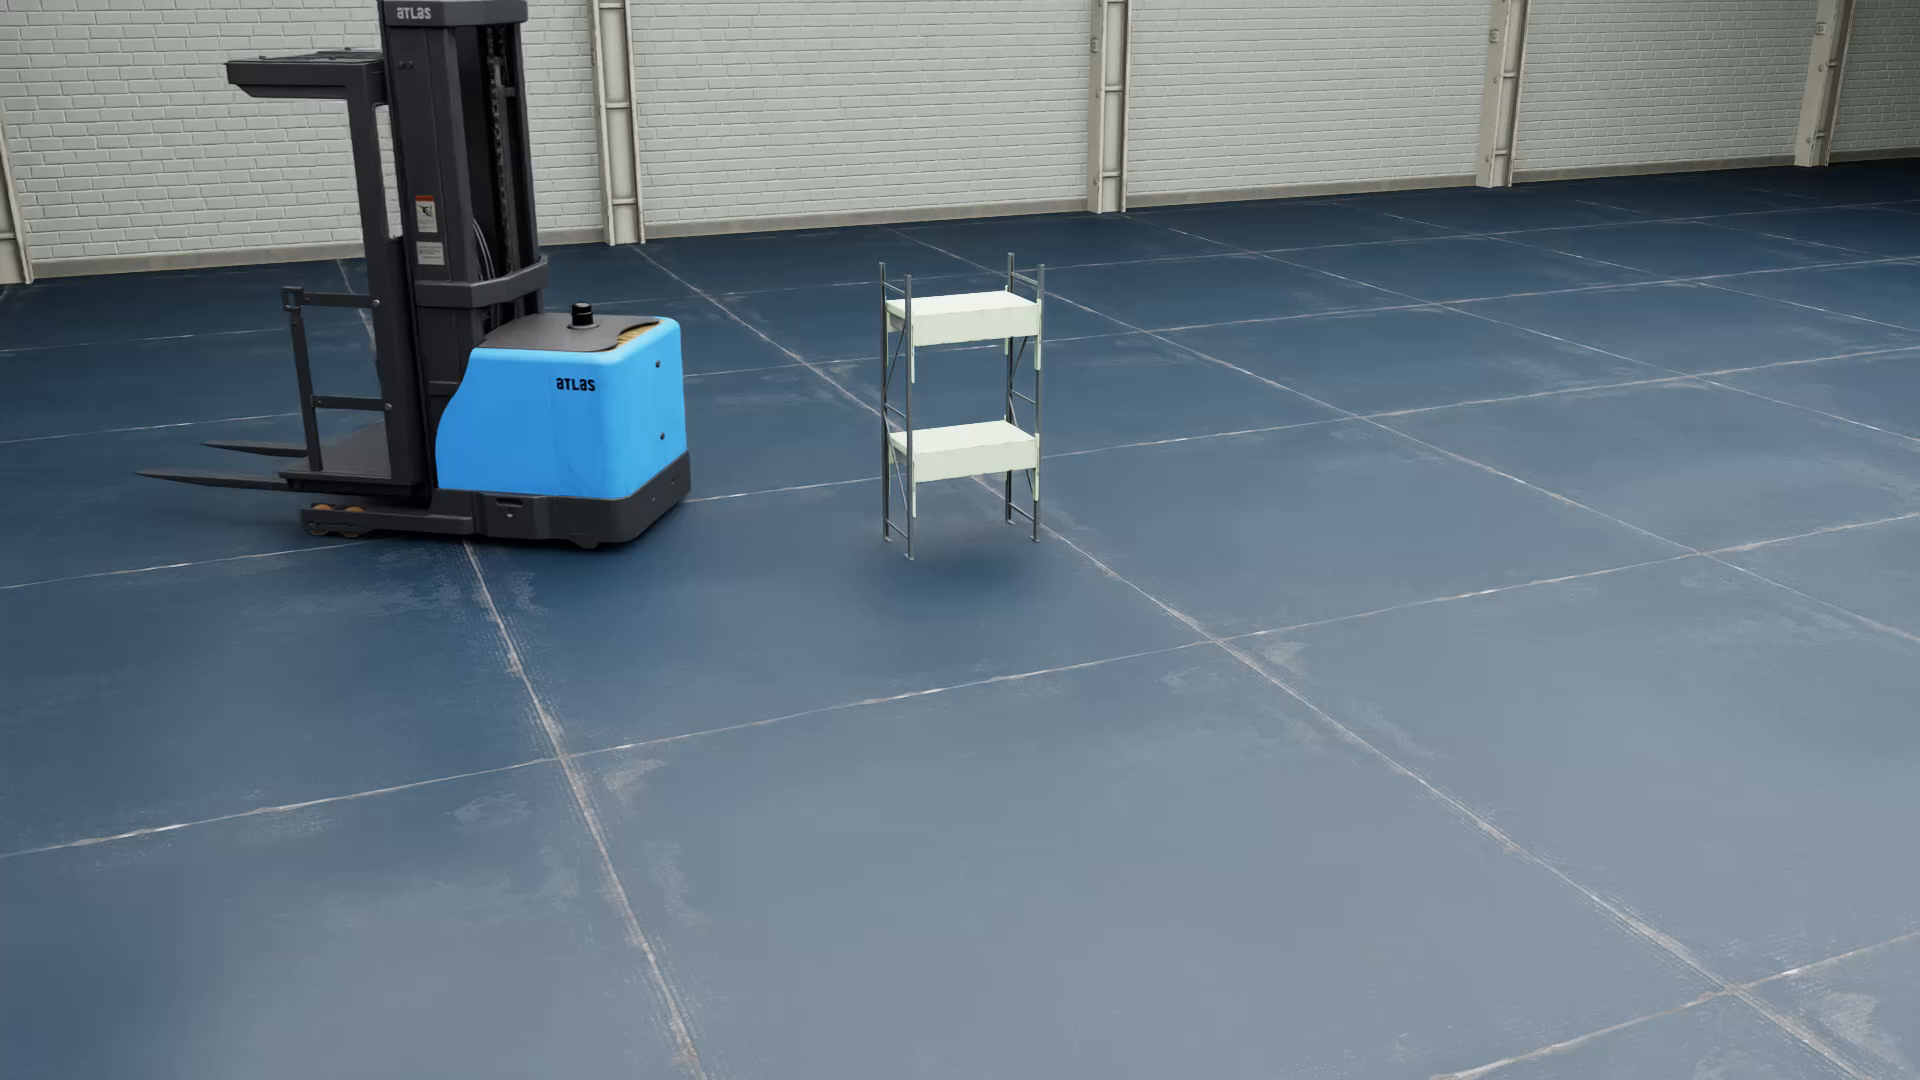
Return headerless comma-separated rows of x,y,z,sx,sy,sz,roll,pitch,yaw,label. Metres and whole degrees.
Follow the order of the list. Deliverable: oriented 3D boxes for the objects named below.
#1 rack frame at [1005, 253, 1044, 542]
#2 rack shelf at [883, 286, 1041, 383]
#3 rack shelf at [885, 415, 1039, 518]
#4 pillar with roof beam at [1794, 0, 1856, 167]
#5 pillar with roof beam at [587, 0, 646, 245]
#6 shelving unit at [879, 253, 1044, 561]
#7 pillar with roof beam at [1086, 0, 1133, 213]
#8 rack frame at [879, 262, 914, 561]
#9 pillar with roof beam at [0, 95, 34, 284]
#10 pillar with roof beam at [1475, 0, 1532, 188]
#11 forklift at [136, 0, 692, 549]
0.342,-0.756,8.912,0.023,1.500,0.400,-8,21,-22,rack frame
0.006,-1.076,8.646,0.720,0.370,0.431,-8,21,-22,rack shelf
0.006,-0.401,8.884,0.720,0.370,0.431,-8,21,-22,rack shelf
14.532,-8.588,19.864,0.400,9.000,9.100,-8,21,-22,pillar with roof beam
-1.996,-6.220,13.139,0.400,9.000,9.100,-8,21,-22,pillar with roof beam
0.006,-0.708,8.775,0.755,1.500,0.431,-8,21,-22,shelving unit
3.513,-7.010,15.381,0.400,9.000,9.100,-8,21,-22,pillar with roof beam
-0.330,-0.660,8.639,0.023,1.500,0.400,-8,21,-22,rack frame
-7.505,-5.431,10.897,0.400,9.000,9.100,-8,21,-22,pillar with roof beam
9.023,-7.799,17.622,0.400,9.000,9.100,-8,21,-22,pillar with roof beam
-3.126,-1.562,9.044,3.031,2.935,1.130,4,20,11,forklift
